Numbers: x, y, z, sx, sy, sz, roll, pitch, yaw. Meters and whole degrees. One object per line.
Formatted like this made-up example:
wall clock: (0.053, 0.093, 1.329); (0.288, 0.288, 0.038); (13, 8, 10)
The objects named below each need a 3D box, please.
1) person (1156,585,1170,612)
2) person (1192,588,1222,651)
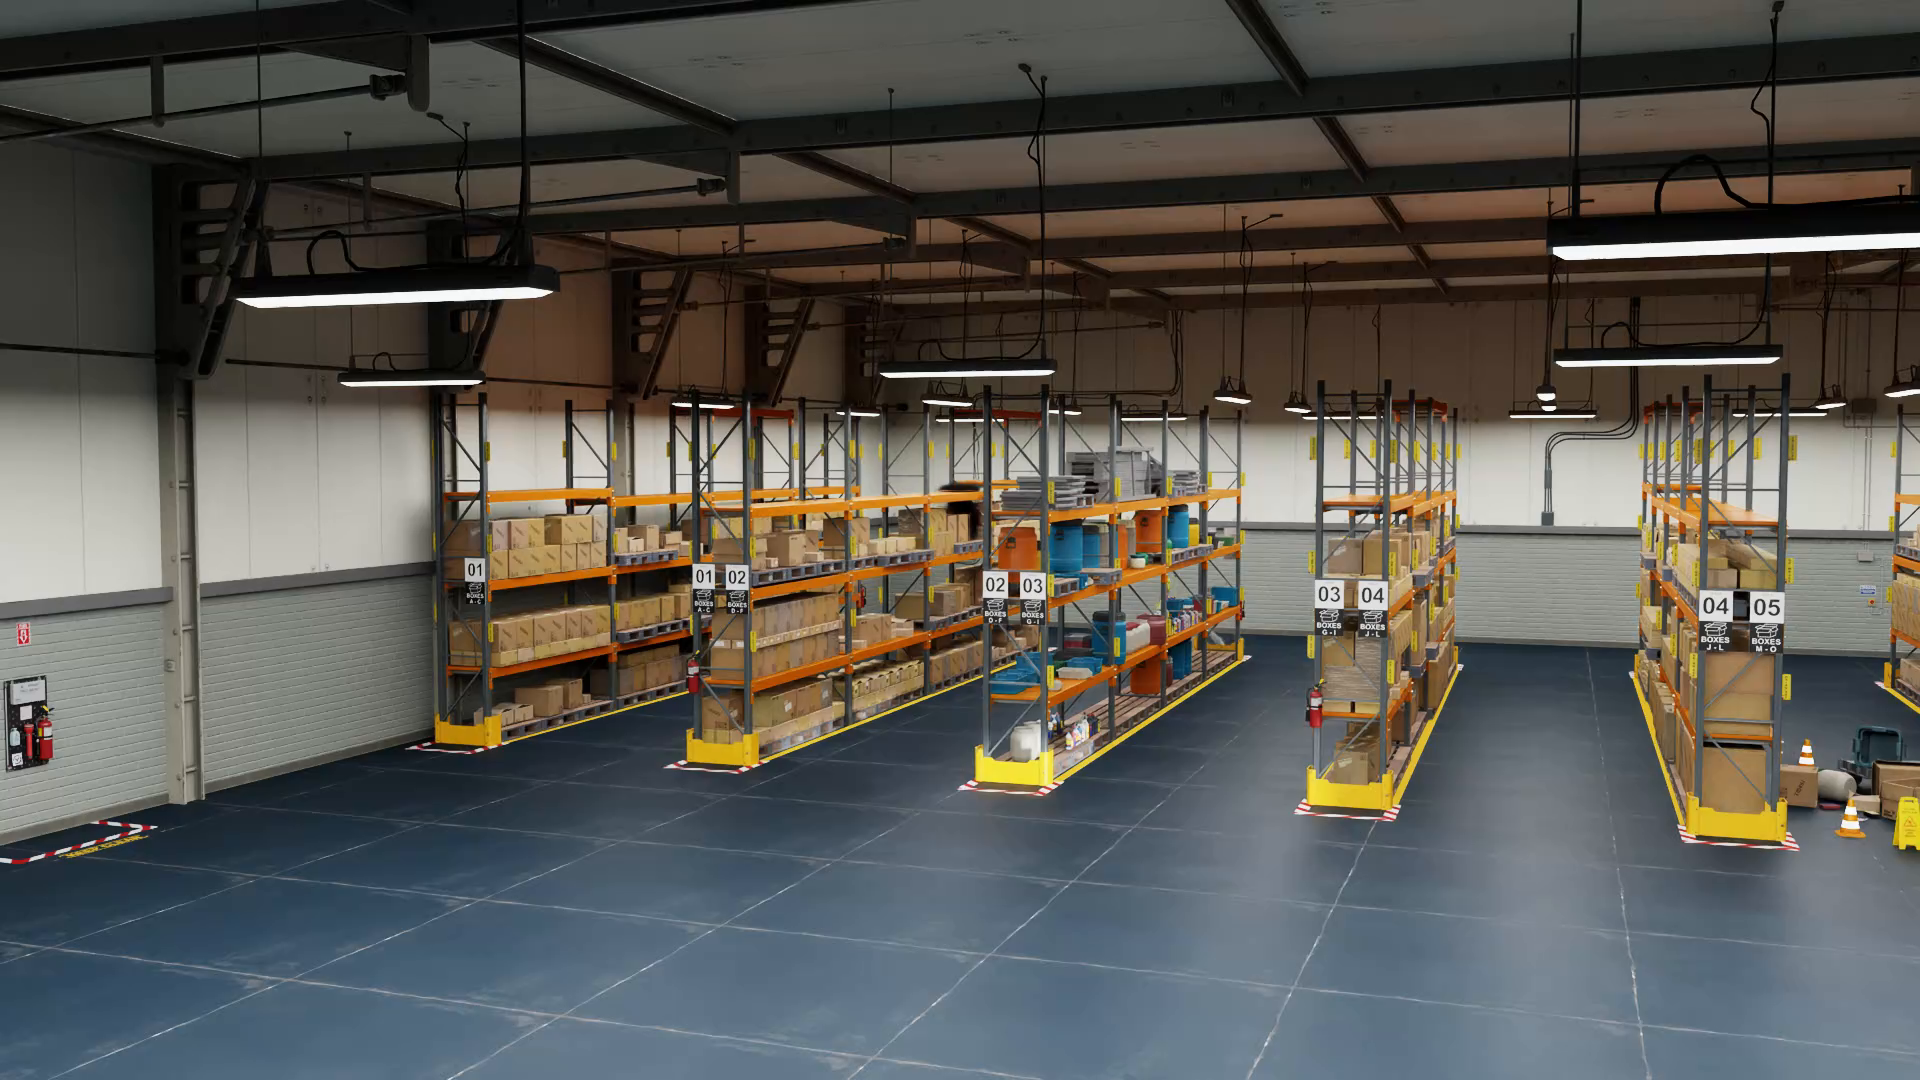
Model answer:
person: (4.773, 1.968, 39.373); (0.530, 1.833, 0.631); (0, 3, 8)
person: (6.121, 1.972, 41.484); (0.930, 1.644, 0.467); (-2, 4, -37)
